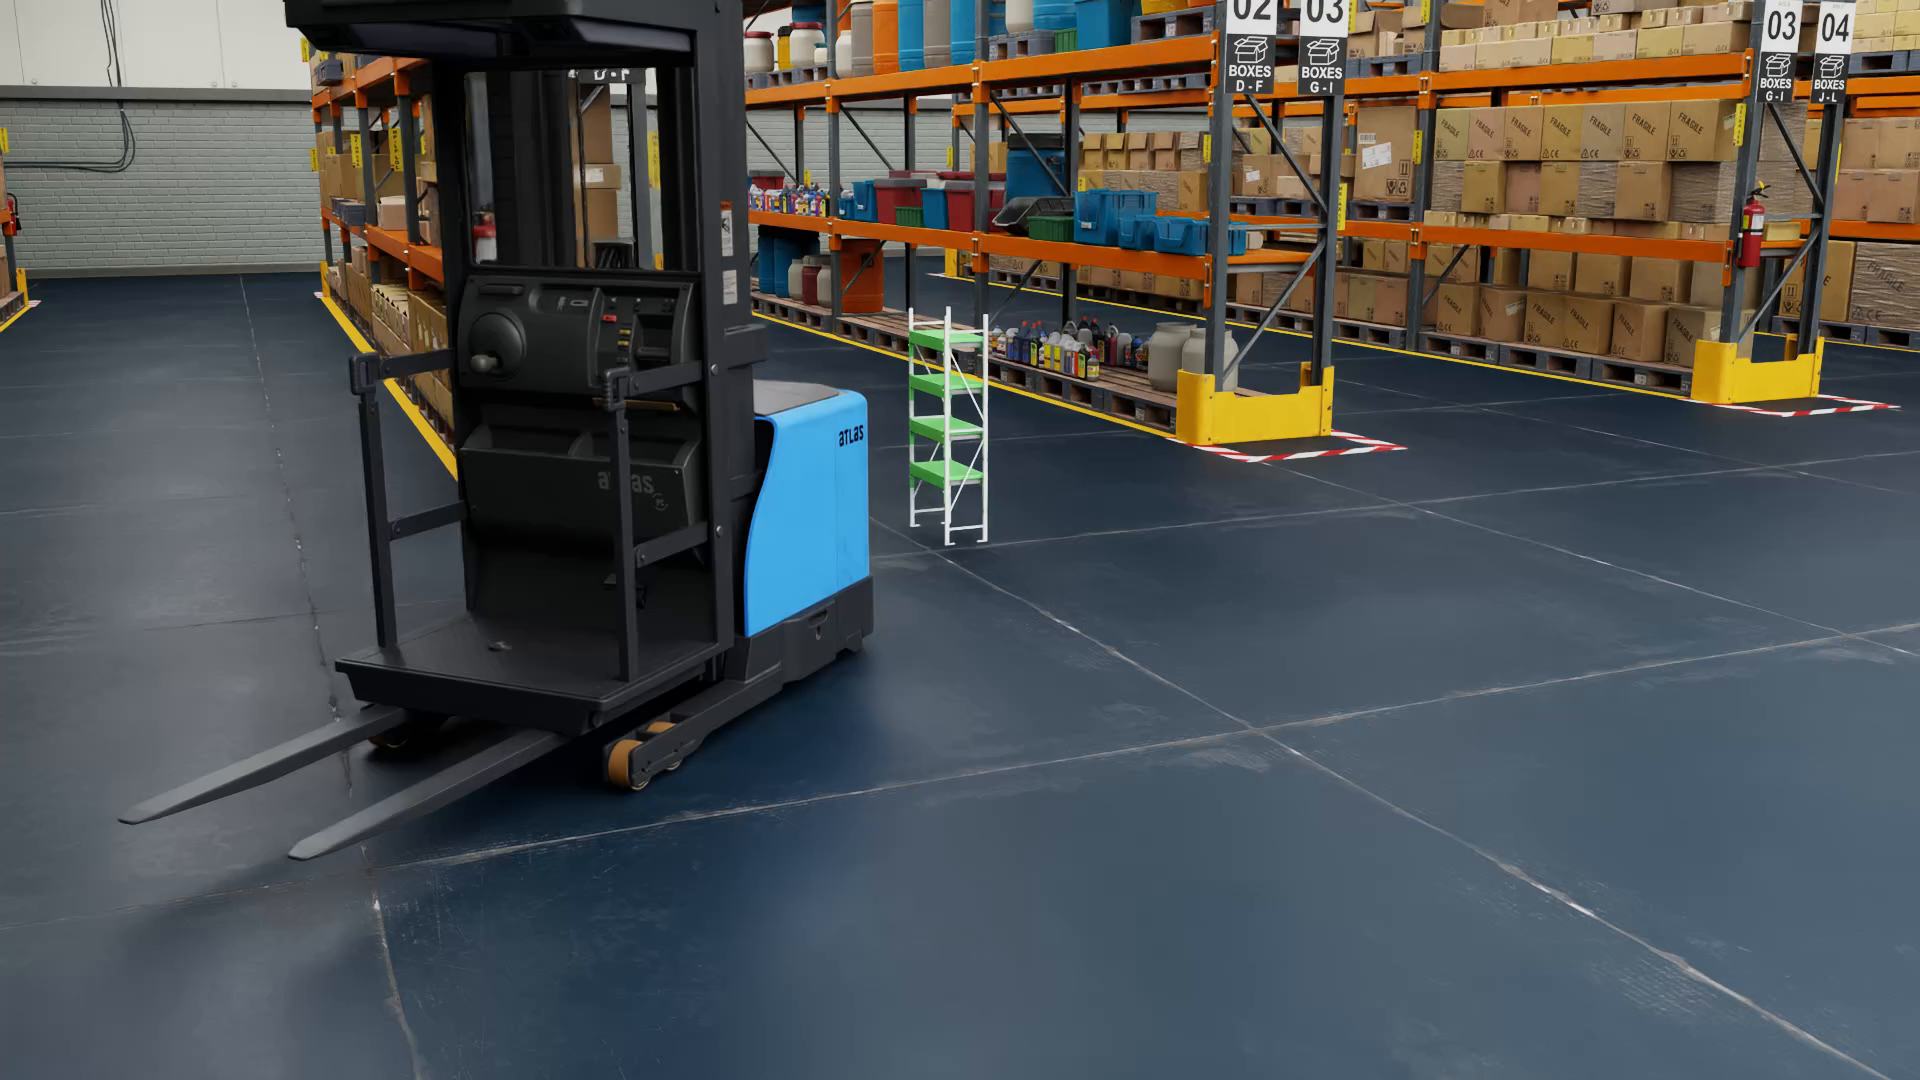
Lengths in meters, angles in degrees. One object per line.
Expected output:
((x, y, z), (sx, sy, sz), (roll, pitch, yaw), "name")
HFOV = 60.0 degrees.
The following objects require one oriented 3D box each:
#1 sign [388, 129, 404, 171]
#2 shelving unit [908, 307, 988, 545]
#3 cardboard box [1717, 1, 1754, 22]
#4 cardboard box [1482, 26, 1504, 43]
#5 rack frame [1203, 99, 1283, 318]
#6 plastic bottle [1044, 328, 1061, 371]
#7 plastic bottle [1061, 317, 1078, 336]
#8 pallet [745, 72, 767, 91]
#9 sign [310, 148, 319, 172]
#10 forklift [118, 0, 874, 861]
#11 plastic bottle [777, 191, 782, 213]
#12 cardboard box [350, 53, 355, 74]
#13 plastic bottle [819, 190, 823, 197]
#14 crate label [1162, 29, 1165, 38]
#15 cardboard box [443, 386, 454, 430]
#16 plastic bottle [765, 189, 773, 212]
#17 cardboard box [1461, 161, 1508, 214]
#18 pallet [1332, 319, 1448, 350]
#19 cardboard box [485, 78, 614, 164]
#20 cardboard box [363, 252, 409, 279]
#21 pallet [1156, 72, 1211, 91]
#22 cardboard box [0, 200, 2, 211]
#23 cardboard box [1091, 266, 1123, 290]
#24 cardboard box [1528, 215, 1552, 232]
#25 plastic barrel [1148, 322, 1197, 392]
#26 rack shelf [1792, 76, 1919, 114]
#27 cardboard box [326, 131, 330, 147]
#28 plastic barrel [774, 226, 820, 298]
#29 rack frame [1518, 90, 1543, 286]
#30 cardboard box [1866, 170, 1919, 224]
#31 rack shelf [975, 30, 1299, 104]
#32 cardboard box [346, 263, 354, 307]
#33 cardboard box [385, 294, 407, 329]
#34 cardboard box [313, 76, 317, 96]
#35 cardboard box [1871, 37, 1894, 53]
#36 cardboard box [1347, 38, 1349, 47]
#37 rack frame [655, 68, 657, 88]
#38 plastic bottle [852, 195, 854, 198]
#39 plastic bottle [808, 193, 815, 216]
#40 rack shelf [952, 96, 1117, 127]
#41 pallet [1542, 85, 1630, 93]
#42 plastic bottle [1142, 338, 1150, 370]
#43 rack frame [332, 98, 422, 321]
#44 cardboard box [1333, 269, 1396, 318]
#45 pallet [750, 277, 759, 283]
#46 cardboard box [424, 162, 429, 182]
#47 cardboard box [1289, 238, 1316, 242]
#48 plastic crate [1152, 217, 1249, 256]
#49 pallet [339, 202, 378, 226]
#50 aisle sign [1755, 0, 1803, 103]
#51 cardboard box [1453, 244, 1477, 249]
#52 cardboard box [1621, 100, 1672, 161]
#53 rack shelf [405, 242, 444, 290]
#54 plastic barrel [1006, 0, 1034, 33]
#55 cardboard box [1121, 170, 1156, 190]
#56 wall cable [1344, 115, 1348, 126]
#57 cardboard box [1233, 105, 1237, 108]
((-4.419, -3.057, 13.036), (0.100, 0.325, 0.005), (-6, 14, -23), "sign")
((-0.066, -0.619, 8.882), (0.258, 1.200, 0.503), (-6, 14, -23), "shelving unit")
((6.357, -4.262, 13.430), (0.380, 0.149, 0.250), (-6, 14, -23), "cardboard box")
((5.259, -4.857, 16.001), (0.380, 0.149, 0.250), (-6, 14, -23), "cardboard box")
((3.550, -4.303, 20.811), (1.000, 3.000, 0.127), (-6, 14, -23), "rack frame")
((0.803, -1.622, 14.126), (0.144, 0.351, 0.185), (-6, 14, -23), "plastic bottle")
((1.004, -1.833, 15.038), (0.144, 0.351, 0.185), (-6, 14, -23), "plastic bottle")
((-2.187, -5.899, 21.470), (1.213, 0.211, 1.003), (-6, 14, -23), "pallet")
((-9.230, -5.435, 23.780), (0.100, 0.325, 0.005), (-6, 14, -23), "sign")
((-1.408, -0.727, 5.510), (1.130, 2.935, 3.031), (6, 14, 23), "forklift")
((-2.230, -4.204, 20.667), (0.097, 0.271, 0.097), (0, 13, 0), "plastic bottle")
((-5.734, -5.007, 16.975), (0.910, 0.500, 0.500), (-6, 14, -23), "cardboard box")
((-1.748, -4.297, 21.069), (0.097, 0.271, 0.097), (0, 13, 0), "plastic bottle")
((1.769, -4.009, 13.215), (0.502, 0.251, 0.408), (-6, 14, -23), "crate label")
((-3.222, -0.911, 11.320), (0.500, 0.250, 0.500), (-6, 14, -23), "cardboard box")
((-2.383, -4.301, 21.074), (0.152, 0.276, 0.135), (-6, 14, -23), "plastic bottle")
((5.444, -3.466, 16.310), (0.875, 0.500, 0.500), (-6, 14, -23), "cardboard box")
((4.839, -2.279, 18.249), (1.003, 0.211, 1.213), (-6, 14, -23), "pallet")
((-2.520, -2.546, 10.118), (0.700, 0.500, 0.500), (-6, 14, -23), "cardboard box")
((-6.144, -2.955, 17.888), (0.500, 0.250, 0.500), (-5, 14, -21), "cardboard box")
((3.243, -5.801, 21.048), (1.213, 0.211, 1.003), (-5, 14, -20), "pallet")
((-12.755, -4.506, 21.023), (0.980, 0.700, 0.700), (-6, 14, -23), "cardboard box")
((2.581, -3.984, 23.213), (1.225, 0.875, 0.875), (-6, 14, -25), "cardboard box")
((5.576, -2.974, 15.626), (0.380, 0.149, 0.250), (-6, 14, -23), "cardboard box")
((1.682, -1.428, 12.975), (0.421, 0.512, 0.421), (0, 13, 0), "plastic barrel")
((10.539, -4.602, 17.043), (1.077, 0.370, 4.000), (-6, 14, -23), "rack shelf")
((-7.778, -4.958, 21.202), (0.500, 0.500, 0.500), (-6, 14, -24), "cardboard box")
((-2.105, -3.604, 21.514), (0.600, 0.901, 0.708), (-6, 14, -23), "plastic barrel")
((8.135, -4.730, 22.657), (1.000, 3.000, 0.127), (-6, 14, -23), "rack frame")
((10.246, -3.668, 17.734), (0.875, 0.550, 0.550), (-6, 14, -23), "cardboard box")
((1.415, -3.727, 13.265), (1.077, 0.370, 4.000), (-6, 14, -23), "rack shelf")
((-7.160, -3.110, 20.224), (0.500, 0.500, 0.500), (-6, 14, -26), "cardboard box")
((-4.961, -2.093, 15.185), (0.500, 0.311, 0.500), (-6, 14, -24), "cardboard box")
((-8.572, -6.217, 22.759), (0.500, 0.250, 0.500), (-6, 14, -23), "cardboard box")
((9.876, -5.234, 17.582), (0.380, 0.149, 0.250), (-6, 14, -24), "cardboard box")
((4.370, -5.772, 19.176), (0.500, 0.500, 0.500), (-5, 14, -22), "cardboard box")
((-4.193, -8.432, 25.343), (1.000, 3.000, 0.127), (-6, 14, -23), "rack frame")
((-1.286, -4.161, 20.453), (0.061, 0.283, 0.133), (-6, 14, -23), "plastic bottle")
((-1.741, -3.952, 19.577), (0.097, 0.271, 0.097), (0, 13, 0), "plastic bottle")
((1.147, -6.654, 25.910), (1.077, 0.370, 4.000), (-6, 14, -23), "rack shelf")
((8.442, -5.972, 21.786), (1.213, 0.211, 1.003), (-5, 14, -20), "pallet")
((1.598, -1.583, 14.130), (0.097, 0.271, 0.097), (0, 13, 0), "plastic bottle")
((-7.131, -4.236, 20.519), (1.000, 3.000, 0.127), (-6, 14, -23), "rack frame")
((4.528, -2.818, 18.962), (0.700, 0.500, 0.500), (-7, 15, -28), "cardboard box")
((-3.413, -3.725, 24.495), (1.003, 0.211, 1.213), (-6, 14, -23), "pallet")
((-3.895, -2.823, 12.754), (0.380, 0.149, 0.250), (-5, 14, -22), "cardboard box")
((5.681, -4.921, 27.550), (0.380, 0.149, 0.250), (-6, 14, -26), "cardboard box")
((1.742, -2.207, 12.084), (0.499, 0.251, 0.616), (-6, 14, -23), "plastic crate")
((-5.864, -3.450, 17.548), (1.213, 0.211, 1.003), (-6, 14, -23), "pallet")
((6.505, -3.877, 13.204), (0.394, 0.787, 0.004), (-6, 14, -23), "aisle sign")
((7.409, -4.304, 23.761), (0.500, 0.250, 0.500), (-5, 14, -22), "cardboard box")
((6.102, -3.525, 14.351), (0.500, 0.500, 0.500), (-6, 14, -23), "cardboard box")
((-3.125, -1.819, 11.674), (1.077, 0.370, 4.000), (-6, 14, -23), "rack shelf")
((0.607, -4.643, 14.448), (0.421, 0.512, 0.421), (0, 13, 0), "plastic barrel")
((2.517, -4.747, 22.508), (0.500, 0.500, 0.500), (-5, 14, -22), "cardboard box")
((8.440, -8.640, 37.294), (0.588, 1.984, 0.122), (-6, 14, -23), "wall cable")
((4.876, -7.656, 28.976), (0.500, 0.250, 0.500), (-5, 14, -21), "cardboard box")
